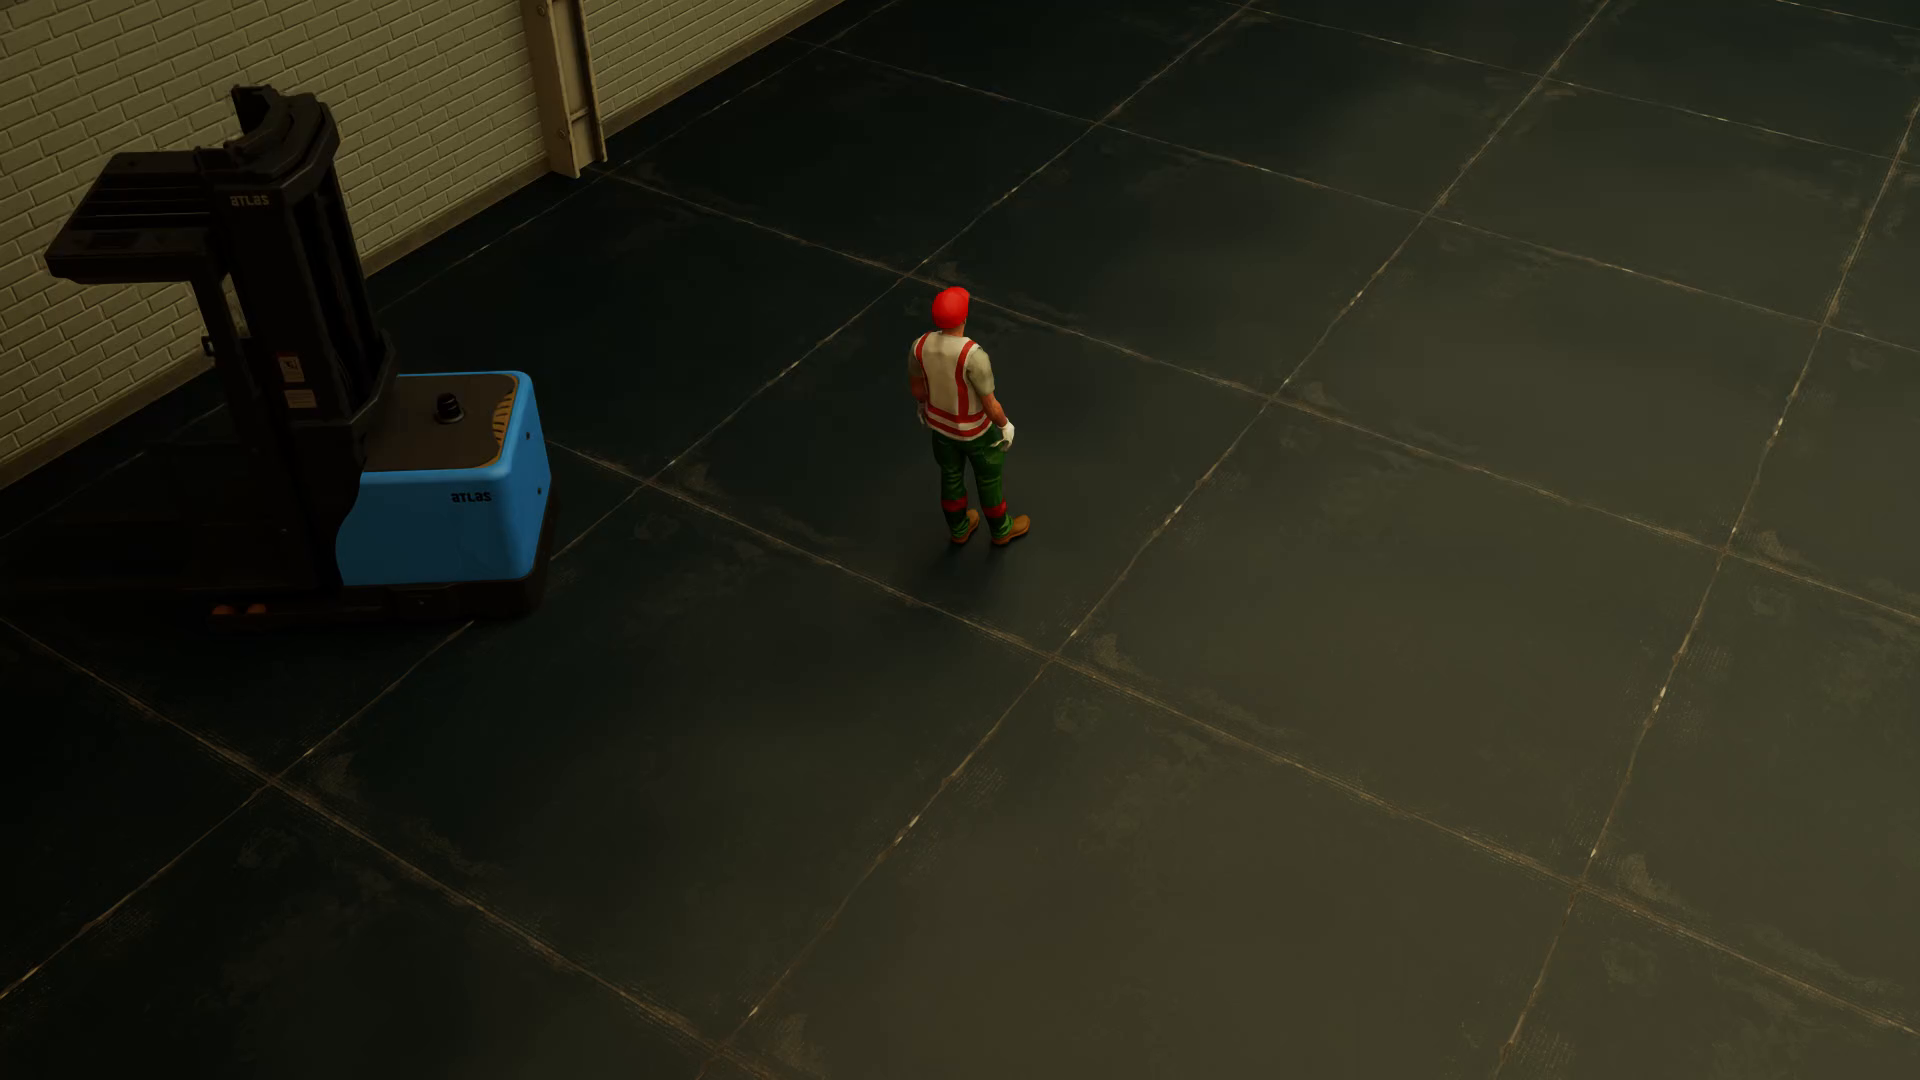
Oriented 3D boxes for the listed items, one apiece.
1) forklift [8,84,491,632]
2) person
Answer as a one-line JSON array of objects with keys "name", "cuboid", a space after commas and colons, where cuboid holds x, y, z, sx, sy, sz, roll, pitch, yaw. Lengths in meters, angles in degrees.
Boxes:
[{"name": "forklift", "cuboid": [-3.982, -0.936, 9.071, 3.031, 2.935, 1.121, -2, 40, -3]}, {"name": "person", "cuboid": [0.015, -0.691, 9.651, 0.638, 1.687, 0.424, 22, 45, 24]}]
